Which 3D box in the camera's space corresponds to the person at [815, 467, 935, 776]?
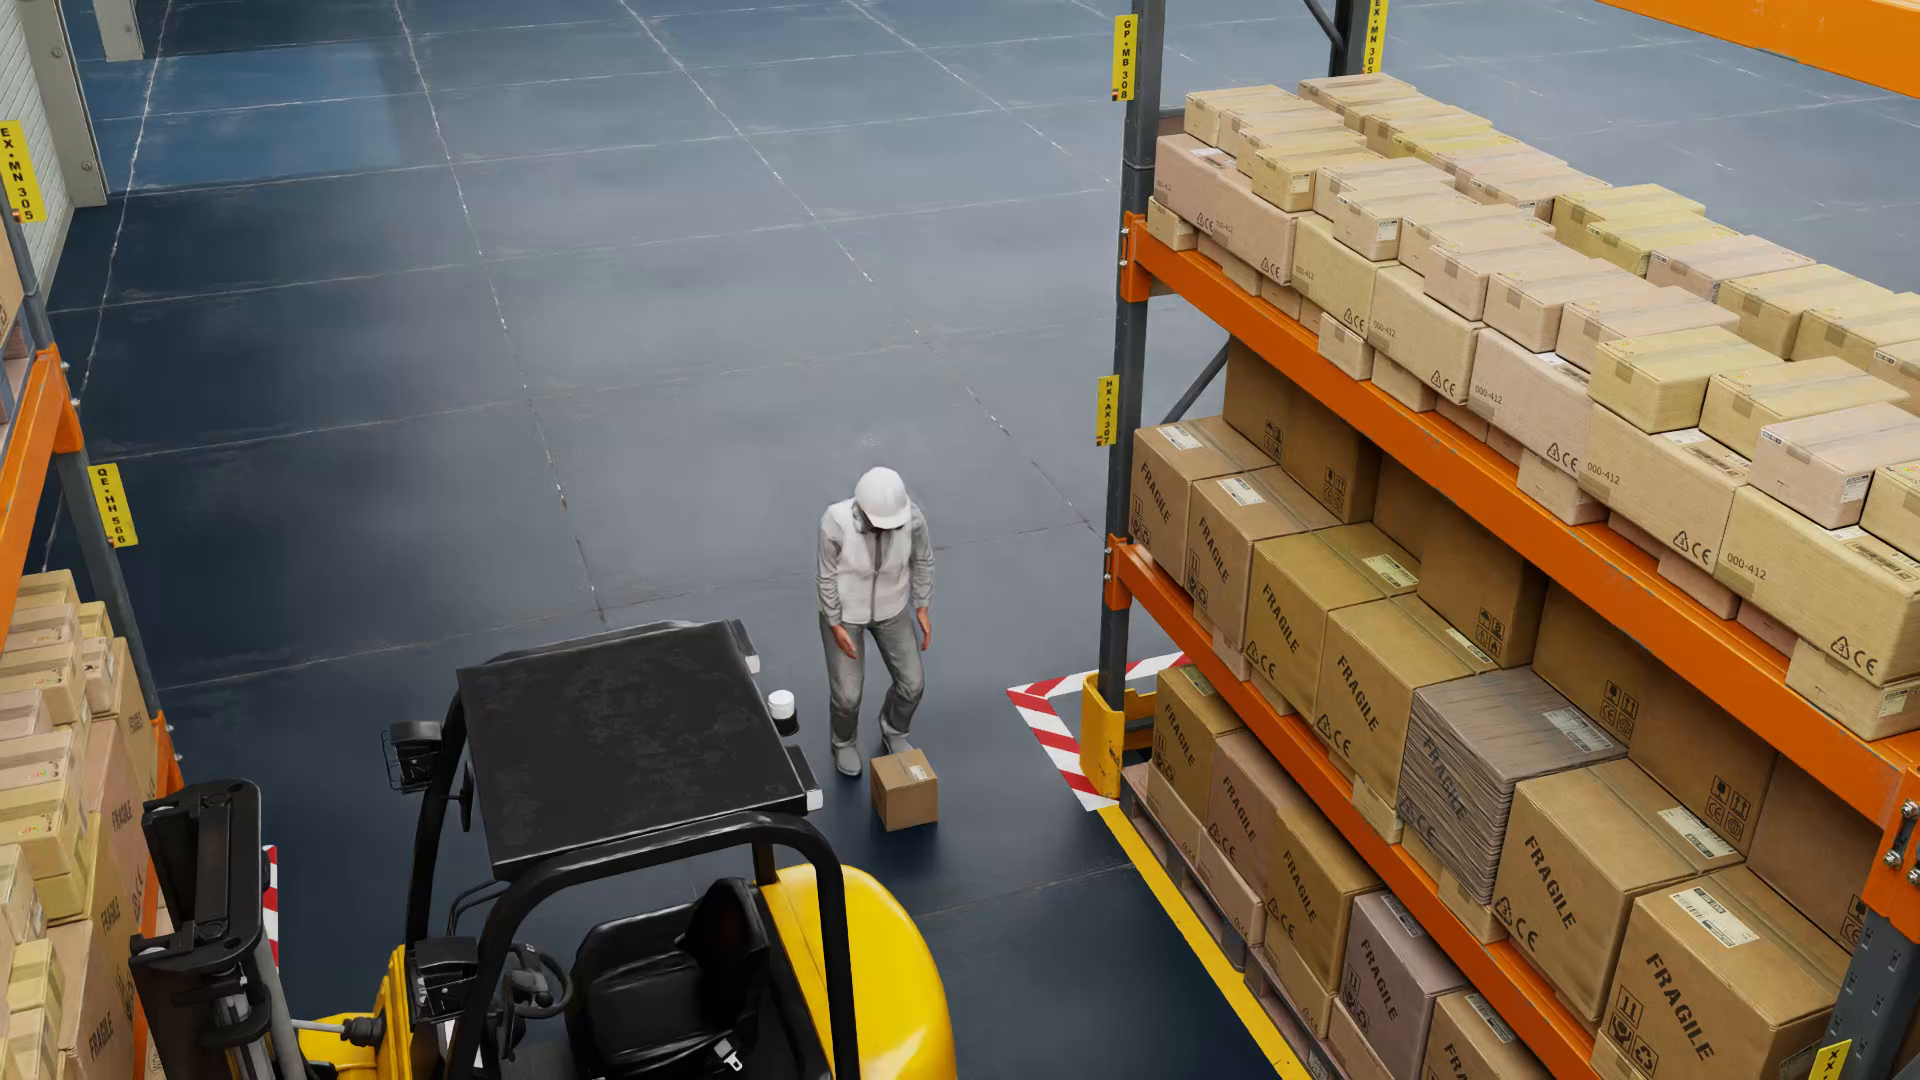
[{"bbox_3d":[-0.396,0.345,7.832,0.574,1.665,0.559,-10,31,-17],"label":"person"}]
